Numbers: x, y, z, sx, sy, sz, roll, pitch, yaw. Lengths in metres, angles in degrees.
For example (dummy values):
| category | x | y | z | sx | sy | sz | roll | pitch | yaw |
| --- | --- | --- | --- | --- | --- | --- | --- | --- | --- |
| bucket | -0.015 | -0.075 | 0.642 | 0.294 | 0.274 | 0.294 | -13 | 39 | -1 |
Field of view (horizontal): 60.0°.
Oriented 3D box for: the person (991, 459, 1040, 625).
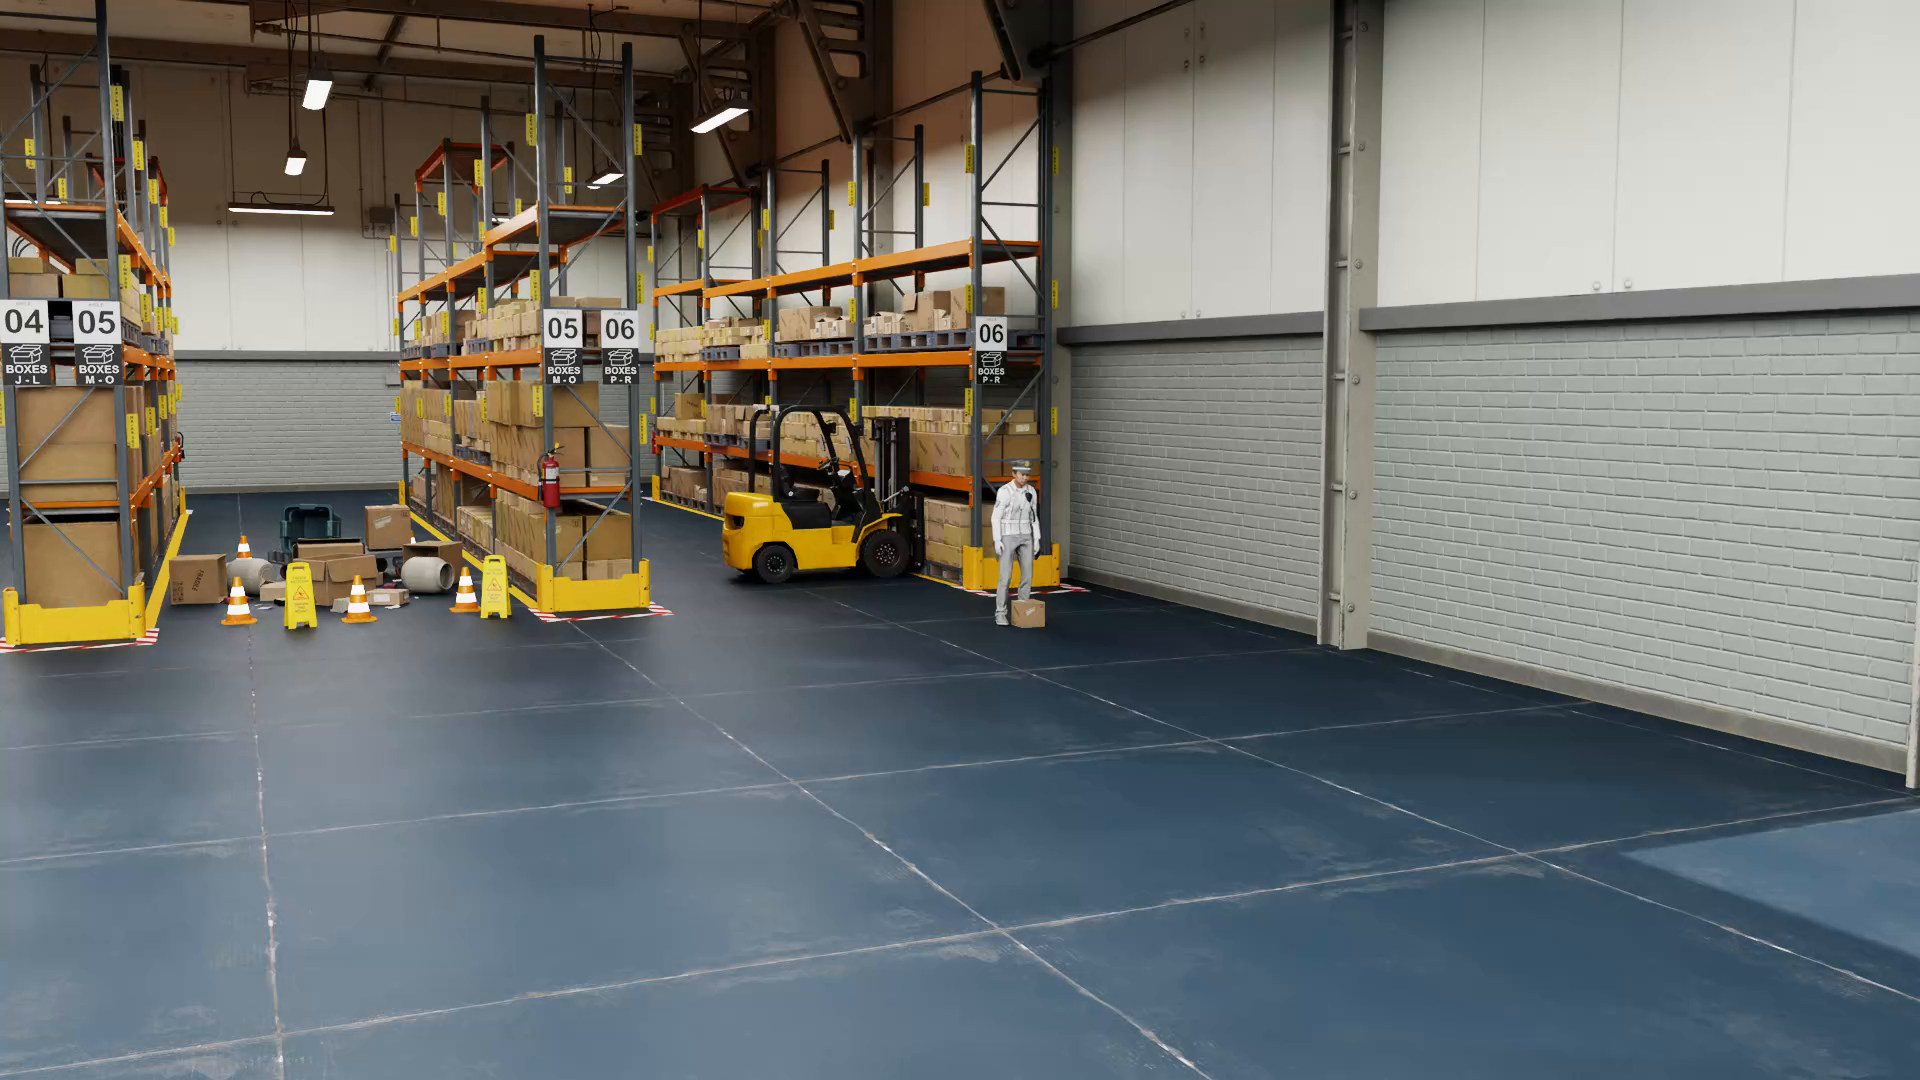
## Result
| category | x | y | z | sx | sy | sz | roll | pitch | yaw |
| --- | --- | --- | --- | --- | --- | --- | --- | --- | --- |
| person | 0.573 | 0.014 | 16.837 | 0.528 | 1.663 | 0.372 | -3 | 6 | -26 |
